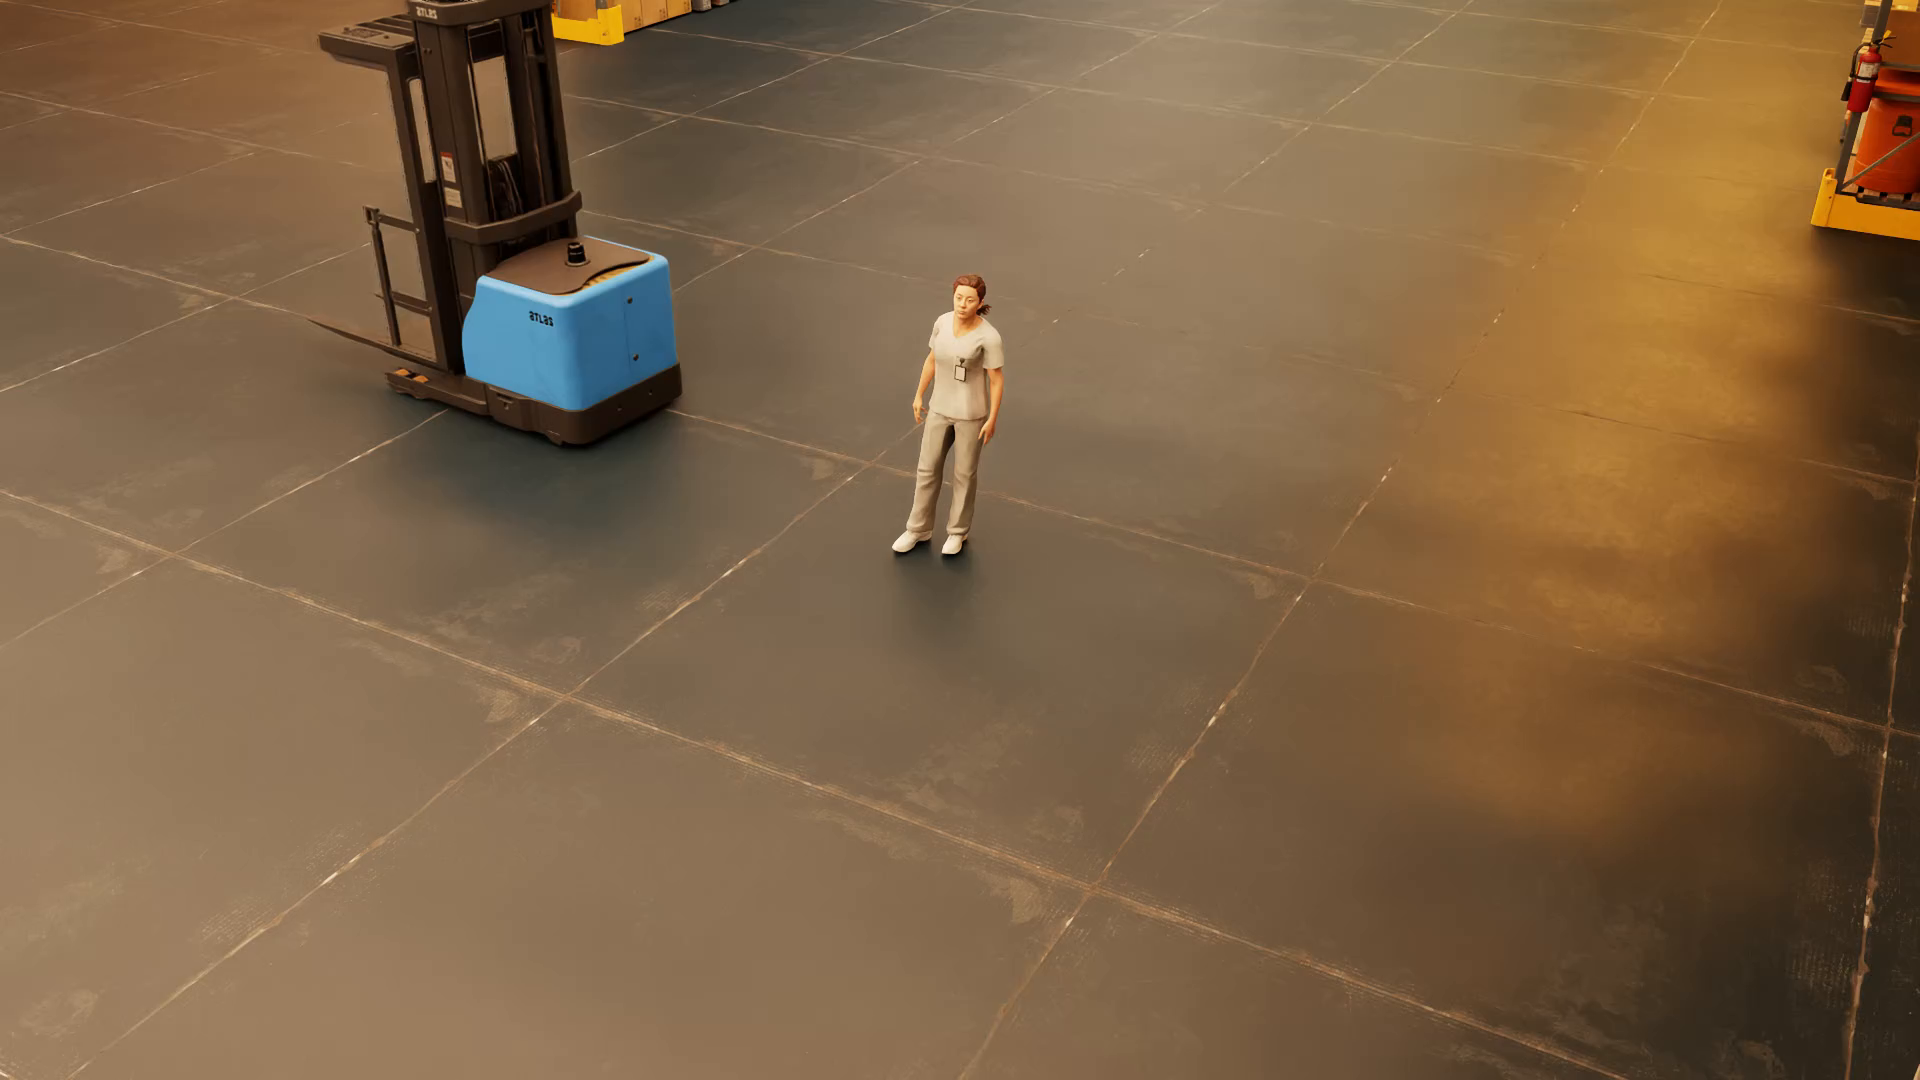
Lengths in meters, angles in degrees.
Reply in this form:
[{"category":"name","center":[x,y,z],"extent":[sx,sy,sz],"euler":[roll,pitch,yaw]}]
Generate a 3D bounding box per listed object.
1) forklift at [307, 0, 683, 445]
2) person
[{"category":"forklift","center":[-3.449,-2.457,11.327],"extent":[3.031,2.935,1.130],"euler":[19,35,29]},{"category":"person","center":[-0.052,-0.695,9.526],"extent":[0.549,1.663,0.532],"euler":[15,33,25]}]
